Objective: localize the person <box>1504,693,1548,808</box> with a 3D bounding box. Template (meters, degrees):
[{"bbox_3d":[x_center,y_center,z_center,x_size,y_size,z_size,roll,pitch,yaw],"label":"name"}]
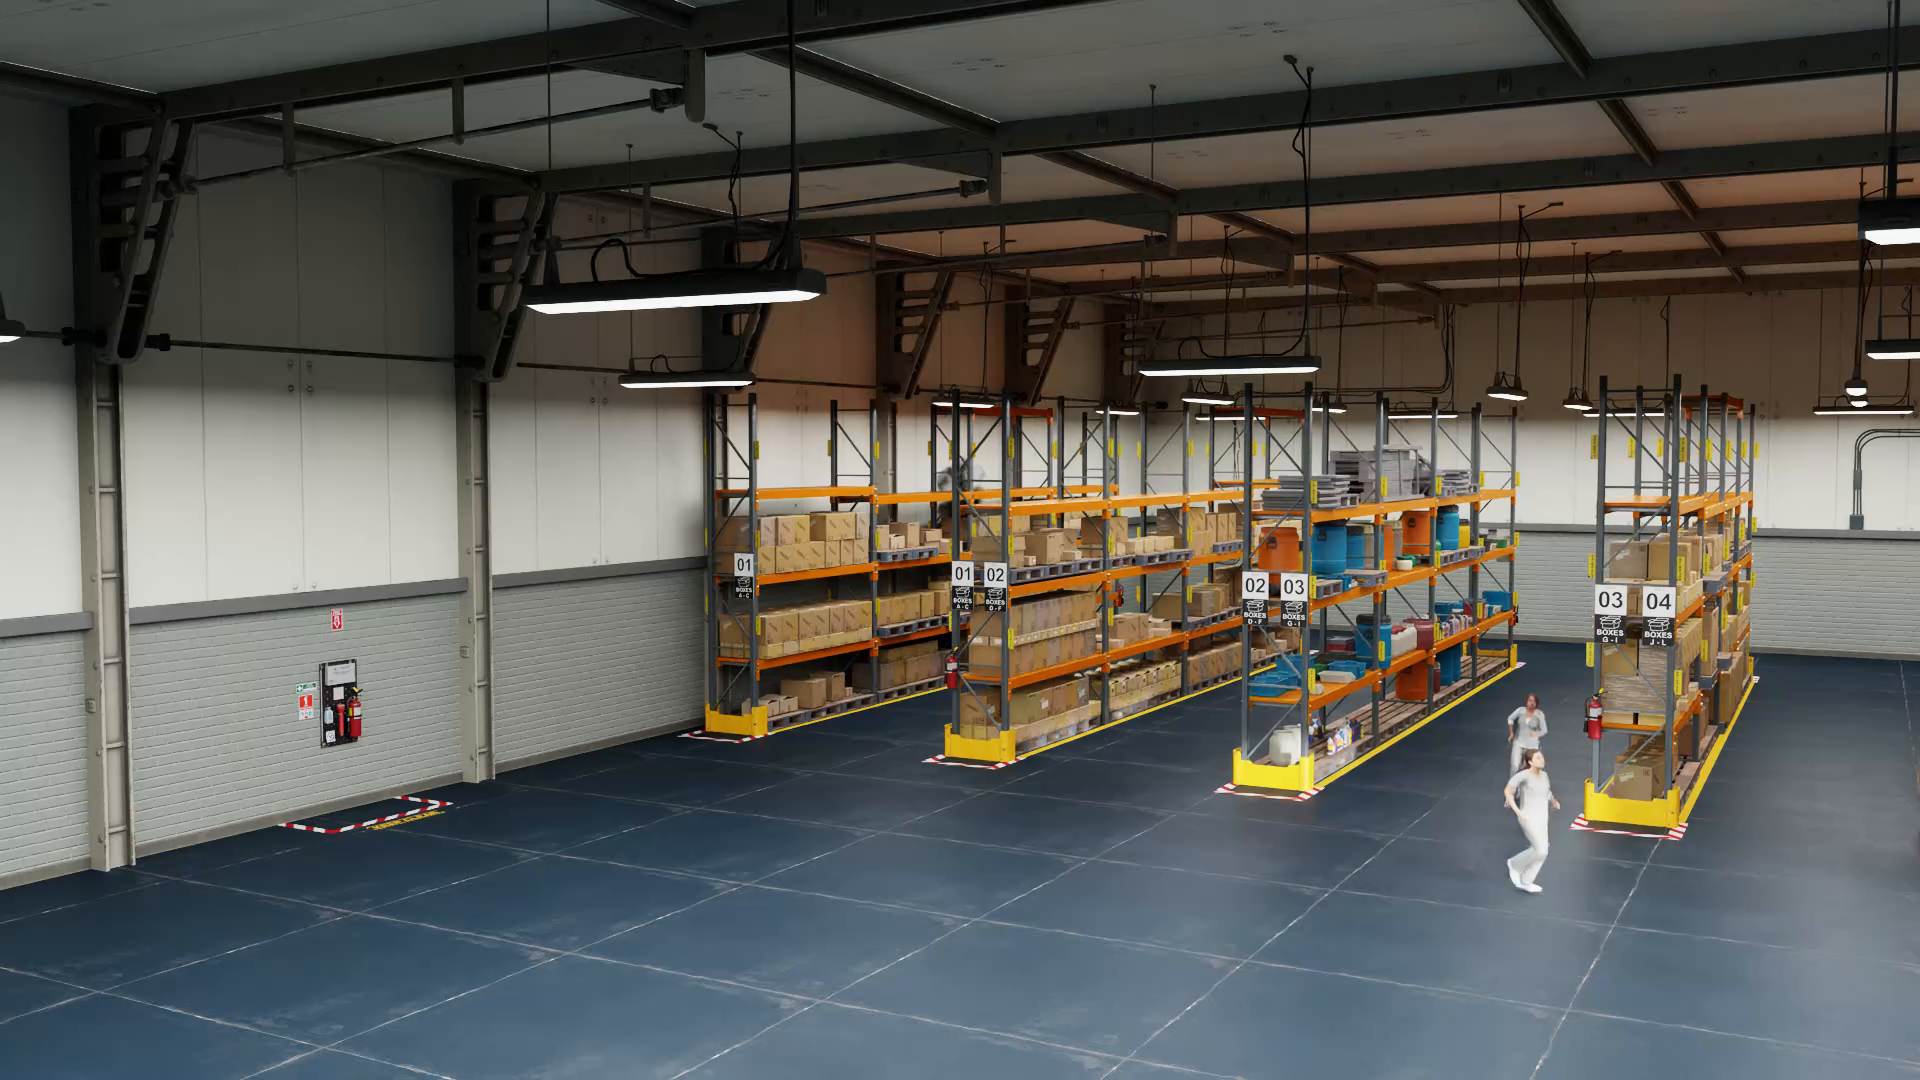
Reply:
[{"bbox_3d":[8.011,2.947,23.511,0.553,1.605,0.748,1,3,19],"label":"person"}]

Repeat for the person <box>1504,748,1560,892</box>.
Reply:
[{"bbox_3d":[6.486,3.166,18.763,0.609,1.638,0.527,-2,4,-30],"label":"person"}]
